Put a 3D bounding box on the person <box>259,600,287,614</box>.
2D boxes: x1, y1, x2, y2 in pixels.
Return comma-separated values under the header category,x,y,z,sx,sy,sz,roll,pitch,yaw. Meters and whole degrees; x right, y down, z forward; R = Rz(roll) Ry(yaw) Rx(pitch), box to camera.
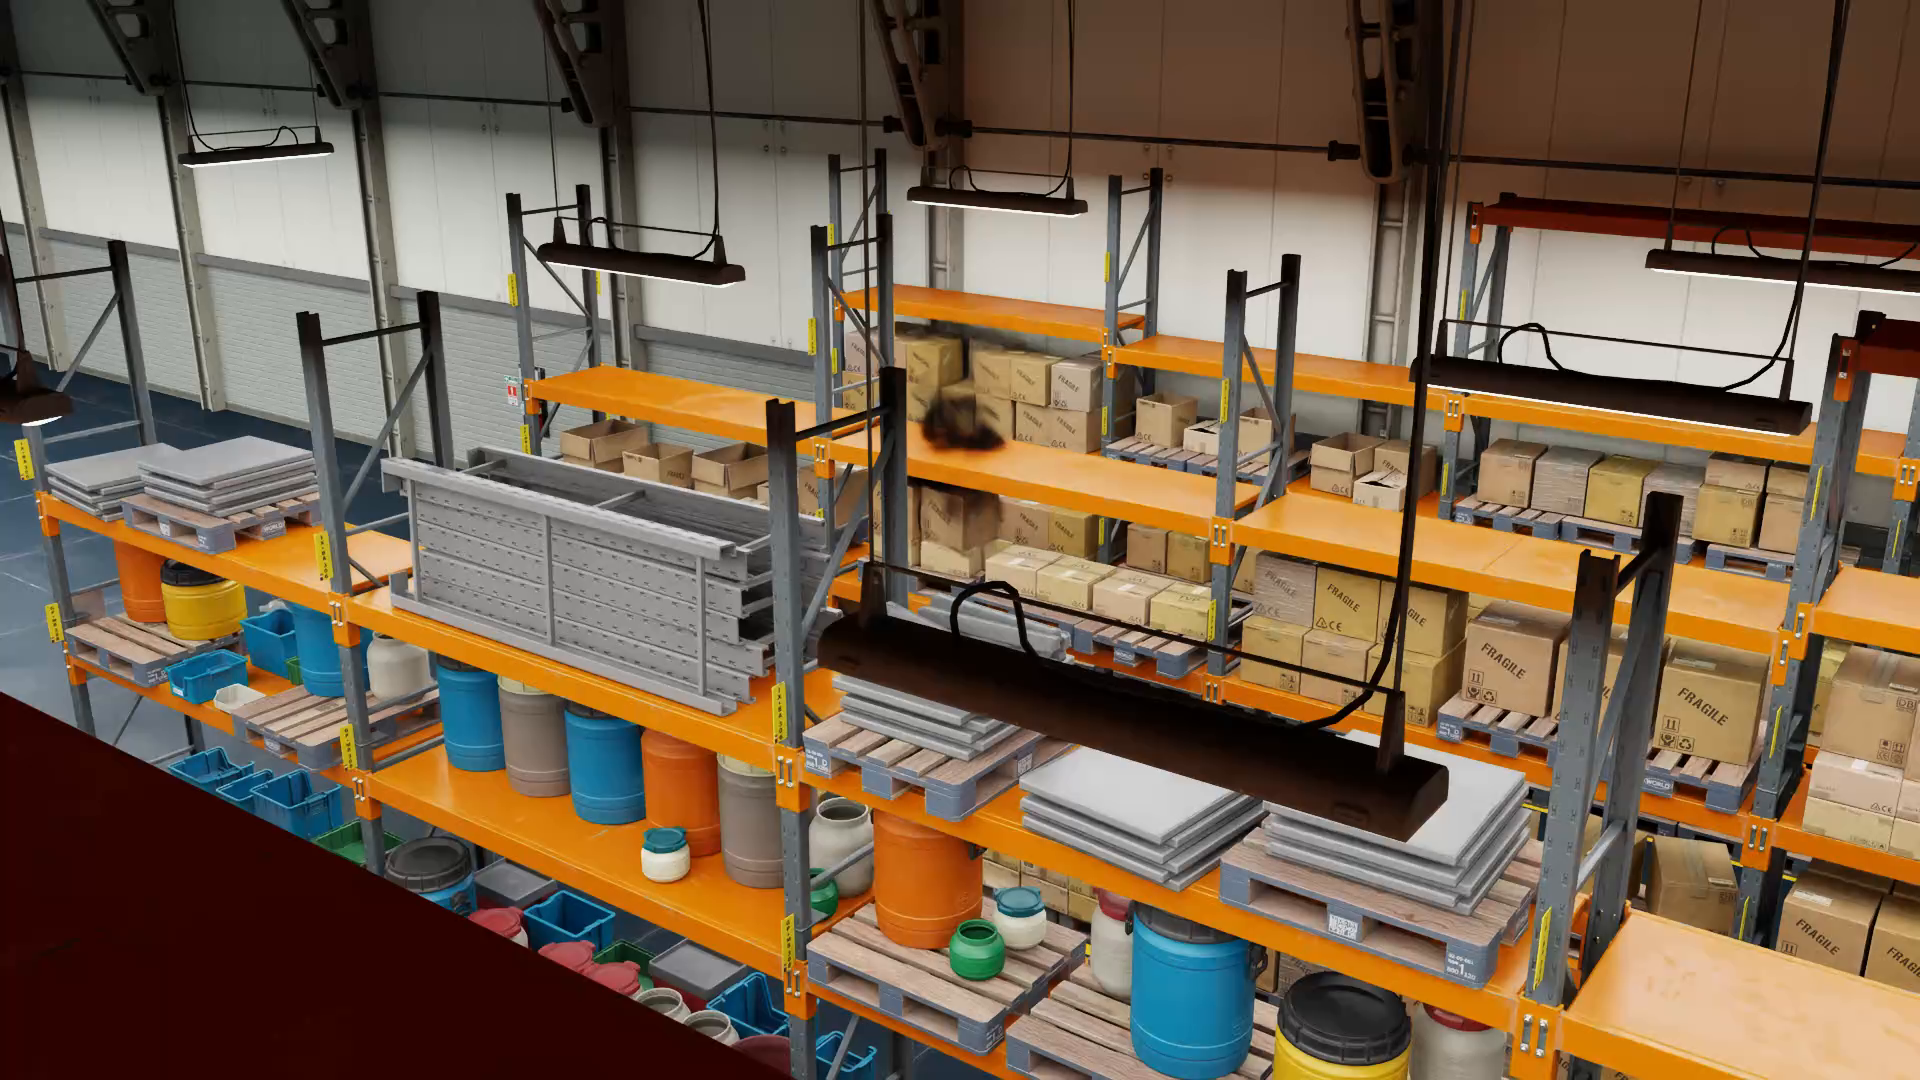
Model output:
category,x,y,z,sx,sy,sz,roll,pitch,yaw
person,-7.389,1.451,18.250,0.621,1.656,0.602,-7,20,-21
